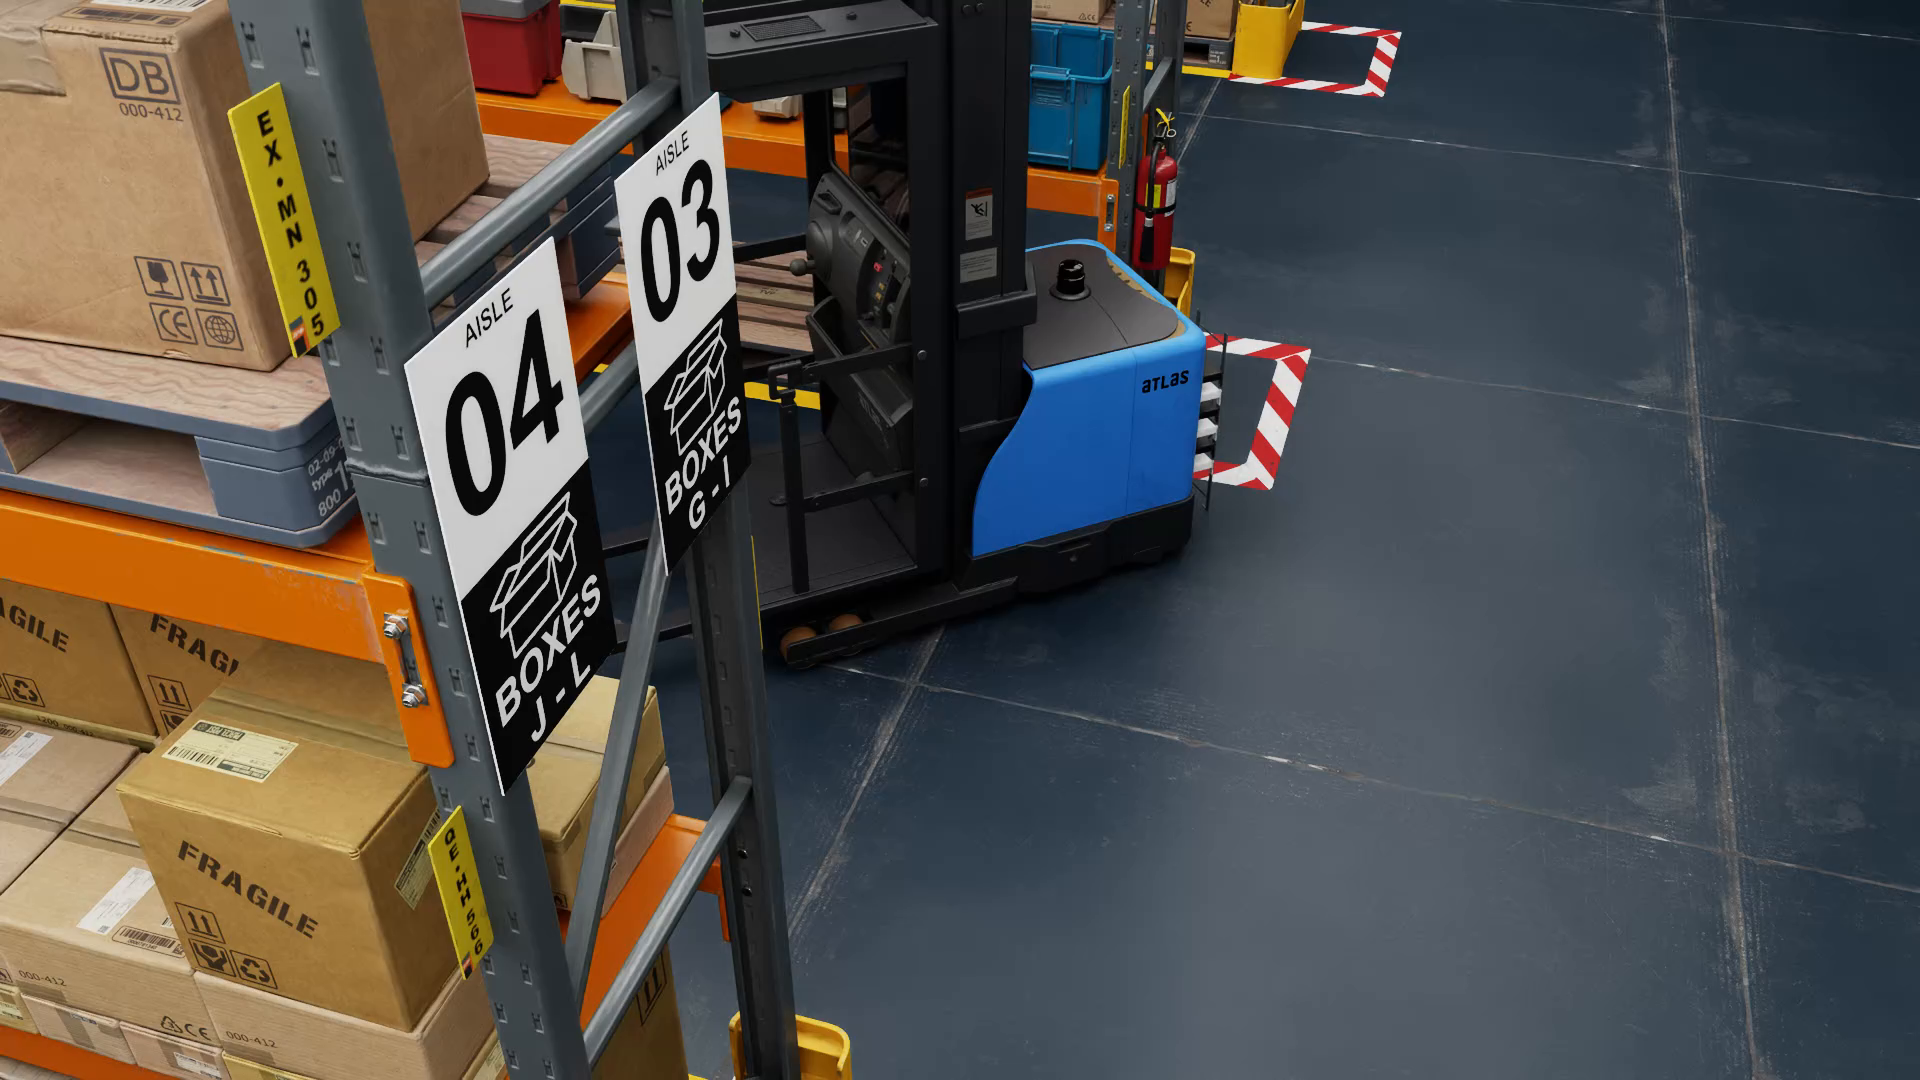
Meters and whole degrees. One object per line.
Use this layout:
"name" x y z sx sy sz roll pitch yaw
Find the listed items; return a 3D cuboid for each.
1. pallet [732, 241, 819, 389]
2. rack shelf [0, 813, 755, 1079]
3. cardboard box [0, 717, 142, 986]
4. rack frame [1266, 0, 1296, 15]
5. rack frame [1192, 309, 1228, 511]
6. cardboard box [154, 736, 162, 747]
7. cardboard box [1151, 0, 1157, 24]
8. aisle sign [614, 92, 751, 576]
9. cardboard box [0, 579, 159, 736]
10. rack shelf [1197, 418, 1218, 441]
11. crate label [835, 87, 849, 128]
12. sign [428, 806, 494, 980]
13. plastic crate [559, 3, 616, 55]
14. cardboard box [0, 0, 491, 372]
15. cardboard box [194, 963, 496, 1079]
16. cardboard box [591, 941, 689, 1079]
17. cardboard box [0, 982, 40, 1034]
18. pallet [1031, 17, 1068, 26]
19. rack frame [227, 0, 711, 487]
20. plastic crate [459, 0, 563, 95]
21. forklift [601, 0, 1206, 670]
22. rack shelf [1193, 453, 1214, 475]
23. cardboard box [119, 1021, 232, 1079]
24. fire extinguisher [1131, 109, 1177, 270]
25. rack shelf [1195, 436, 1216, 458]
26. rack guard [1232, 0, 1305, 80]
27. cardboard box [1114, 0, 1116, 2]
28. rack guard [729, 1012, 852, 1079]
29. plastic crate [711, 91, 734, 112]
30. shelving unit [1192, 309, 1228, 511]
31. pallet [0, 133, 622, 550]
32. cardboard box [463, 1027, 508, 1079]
"pallet" -1.105 -1.222 8.732 1.213 0.211 1.003 10 38 14
"rack shelf" -2.554 0.778 4.269 4.000 0.370 1.077 10 38 14
"cardboard box" -2.157 0.667 3.689 0.500 0.250 0.500 9 37 12
"rack frame" 2.312 -4.763 11.190 0.127 3.000 1.000 10 38 14
"rack frame" 1.060 -0.555 7.245 0.006 0.900 0.240 -15 39 -19
"cardboard box" -1.521 0.457 3.975 0.500 0.250 0.500 10 38 13
"cardboard box" 1.360 -3.878 12.007 0.250 0.166 0.380 10 38 14
"aisle sign" -0.487 -0.362 3.019 0.004 0.787 0.394 10 38 14
"cardboard box" -1.997 0.066 3.872 0.500 0.500 0.500 10 37 13
"rack shelf" 0.967 -0.503 7.231 0.200 0.077 0.258 -15 39 -19
"crate label" -0.546 -2.015 7.629 0.243 0.136 0.396 10 38 14
"sign" -0.820 0.585 2.749 0.005 0.325 0.100 10 38 14
"plastic crate" -1.838 -2.535 8.345 0.590 0.125 0.437 10 38 14
"cardboard box" -1.158 -0.678 2.587 0.500 0.500 0.700 8 37 11
"cardboard box" -1.187 0.847 3.444 0.500 0.250 0.500 10 38 13
"cardboard box" -1.280 1.460 4.173 0.875 0.875 0.875 10 38 14
"cardboard box" -2.059 0.887 3.727 0.250 0.149 0.380 10 37 13
"pallet" 0.318 -4.010 12.520 1.213 0.211 1.003 10 38 14
"rack frame" -0.645 -1.574 1.798 0.127 3.000 1.000 10 38 14
"plastic crate" -2.209 -2.418 7.900 0.583 0.464 0.402 10 38 14
"forklift" -0.571 -1.029 6.175 3.031 2.935 1.130 -15 39 -19
"rack shelf" 0.967 -0.358 7.337 0.200 0.077 0.258 -15 39 -19
"cardboard box" -1.573 0.976 3.605 0.250 0.149 0.380 11 38 14
"fire extinguisher" 0.840 -1.496 7.131 0.183 0.674 0.296 10 38 14
"rack shelf" 0.967 -0.431 7.284 0.200 0.077 0.258 -15 39 -19
"rack guard" 2.240 -3.769 11.949 0.348 0.500 1.175 10 38 14
"cardboard box" 1.400 -4.177 12.344 0.500 0.250 0.500 10 38 14
"rack guard" -0.622 1.853 4.311 0.348 0.500 1.175 10 38 14
"plastic crate" -1.205 -2.135 7.711 0.300 0.233 0.416 10 38 14
"shelving unit" 0.967 -0.530 7.211 0.210 0.900 0.258 -15 39 -19
"pallet" -1.357 -0.456 2.883 1.213 0.211 1.003 10 38 14
"cardboard box" -1.083 1.066 3.483 0.250 0.149 0.380 11 38 15
